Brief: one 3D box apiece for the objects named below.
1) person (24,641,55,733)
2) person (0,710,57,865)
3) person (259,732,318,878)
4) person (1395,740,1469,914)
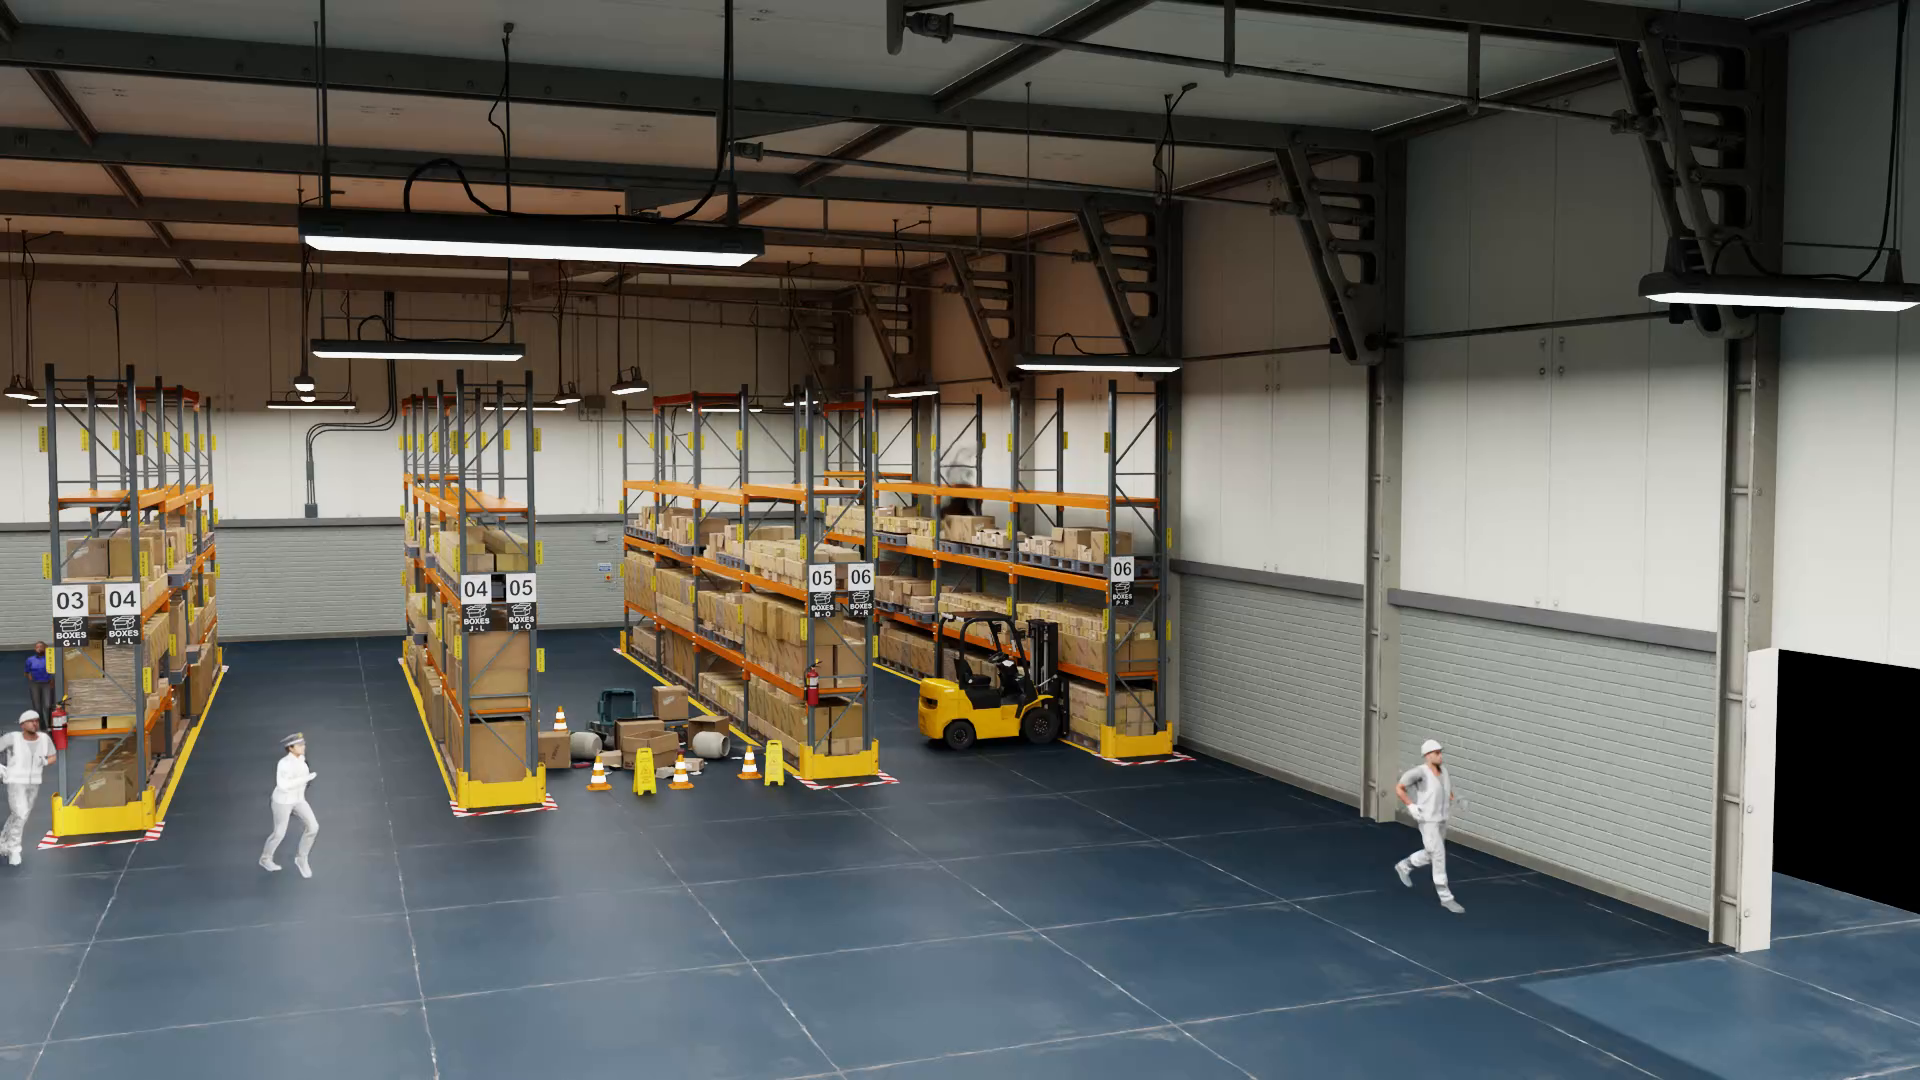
[{"bbox_3d":[-15.597,2.532,28.252,0.563,1.618,0.572,-1,4,-21],"label":"person"},{"bbox_3d":[-11.288,2.968,20.062,0.702,1.847,0.672,2,4,30],"label":"person"},{"bbox_3d":[-7.739,3.054,19.150,0.816,1.721,0.588,1,4,19],"label":"person"},{"bbox_3d":[5.087,3.052,18.004,0.656,1.792,0.983,-2,4,-36],"label":"person"}]
